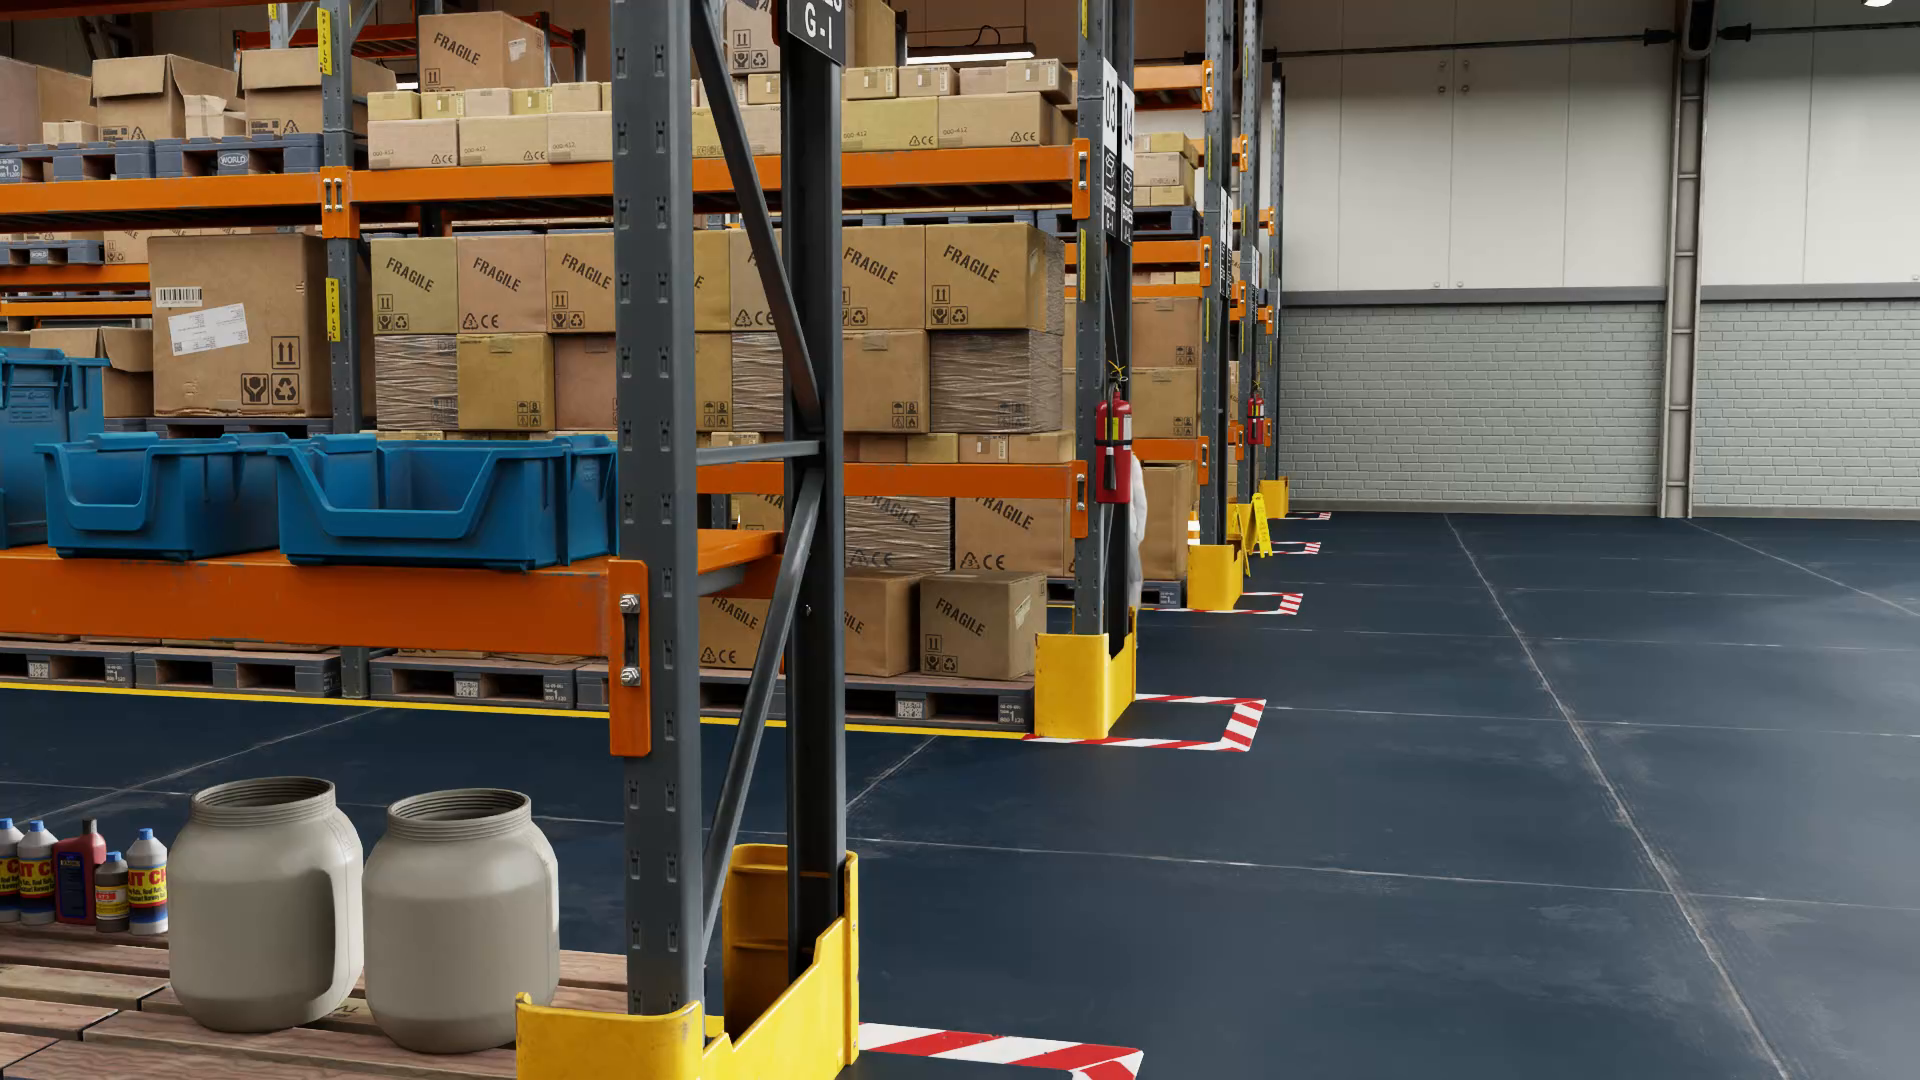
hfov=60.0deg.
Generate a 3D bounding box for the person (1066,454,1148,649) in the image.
[{"bbox_3d":[0.941,-0.028,10.744,0.532,1.479,0.633,1,5,14],"label":"person"}]
